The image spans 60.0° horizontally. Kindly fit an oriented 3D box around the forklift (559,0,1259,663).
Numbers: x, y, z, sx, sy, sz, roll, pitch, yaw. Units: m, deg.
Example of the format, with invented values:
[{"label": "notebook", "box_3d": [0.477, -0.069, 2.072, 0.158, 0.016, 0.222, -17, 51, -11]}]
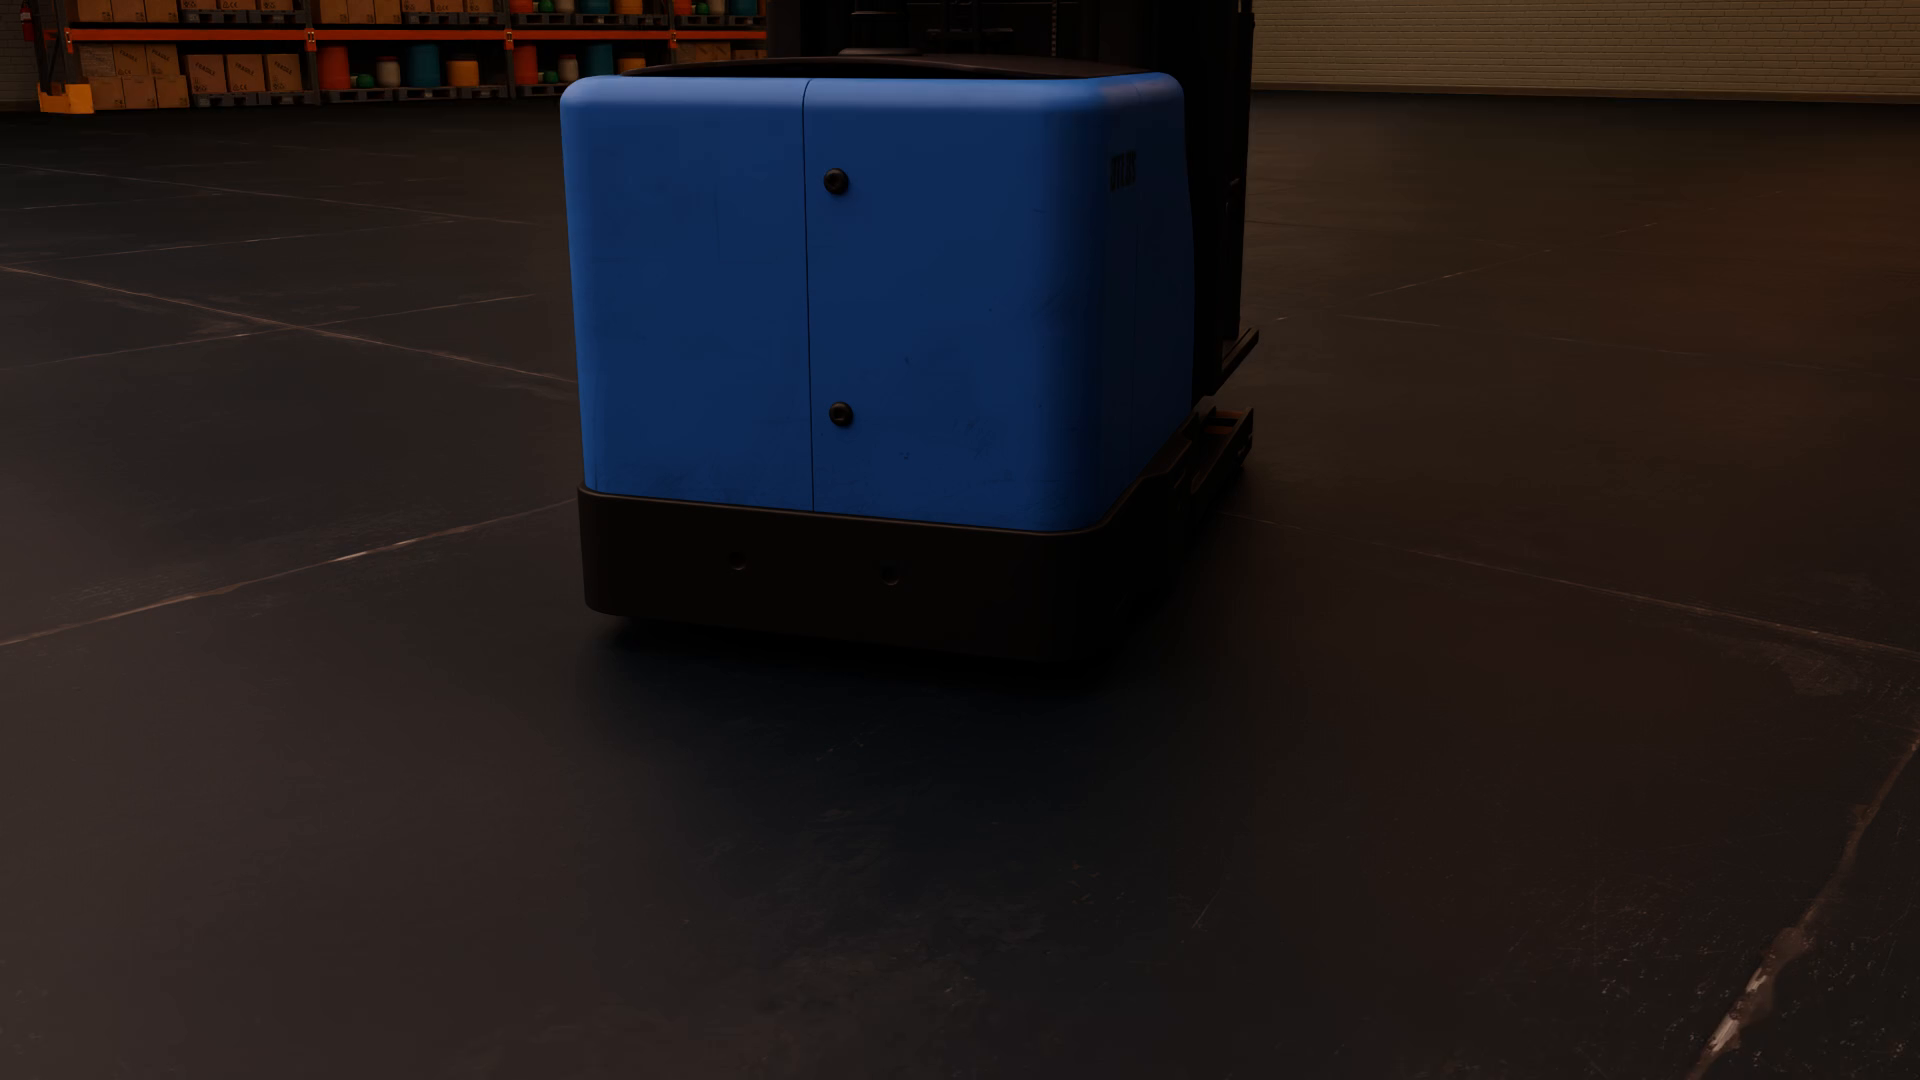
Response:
[{"label": "forklift", "box_3d": [0.182, -1.571, 4.072, 1.130, 2.935, 3.031, 5, 18, 17]}]
